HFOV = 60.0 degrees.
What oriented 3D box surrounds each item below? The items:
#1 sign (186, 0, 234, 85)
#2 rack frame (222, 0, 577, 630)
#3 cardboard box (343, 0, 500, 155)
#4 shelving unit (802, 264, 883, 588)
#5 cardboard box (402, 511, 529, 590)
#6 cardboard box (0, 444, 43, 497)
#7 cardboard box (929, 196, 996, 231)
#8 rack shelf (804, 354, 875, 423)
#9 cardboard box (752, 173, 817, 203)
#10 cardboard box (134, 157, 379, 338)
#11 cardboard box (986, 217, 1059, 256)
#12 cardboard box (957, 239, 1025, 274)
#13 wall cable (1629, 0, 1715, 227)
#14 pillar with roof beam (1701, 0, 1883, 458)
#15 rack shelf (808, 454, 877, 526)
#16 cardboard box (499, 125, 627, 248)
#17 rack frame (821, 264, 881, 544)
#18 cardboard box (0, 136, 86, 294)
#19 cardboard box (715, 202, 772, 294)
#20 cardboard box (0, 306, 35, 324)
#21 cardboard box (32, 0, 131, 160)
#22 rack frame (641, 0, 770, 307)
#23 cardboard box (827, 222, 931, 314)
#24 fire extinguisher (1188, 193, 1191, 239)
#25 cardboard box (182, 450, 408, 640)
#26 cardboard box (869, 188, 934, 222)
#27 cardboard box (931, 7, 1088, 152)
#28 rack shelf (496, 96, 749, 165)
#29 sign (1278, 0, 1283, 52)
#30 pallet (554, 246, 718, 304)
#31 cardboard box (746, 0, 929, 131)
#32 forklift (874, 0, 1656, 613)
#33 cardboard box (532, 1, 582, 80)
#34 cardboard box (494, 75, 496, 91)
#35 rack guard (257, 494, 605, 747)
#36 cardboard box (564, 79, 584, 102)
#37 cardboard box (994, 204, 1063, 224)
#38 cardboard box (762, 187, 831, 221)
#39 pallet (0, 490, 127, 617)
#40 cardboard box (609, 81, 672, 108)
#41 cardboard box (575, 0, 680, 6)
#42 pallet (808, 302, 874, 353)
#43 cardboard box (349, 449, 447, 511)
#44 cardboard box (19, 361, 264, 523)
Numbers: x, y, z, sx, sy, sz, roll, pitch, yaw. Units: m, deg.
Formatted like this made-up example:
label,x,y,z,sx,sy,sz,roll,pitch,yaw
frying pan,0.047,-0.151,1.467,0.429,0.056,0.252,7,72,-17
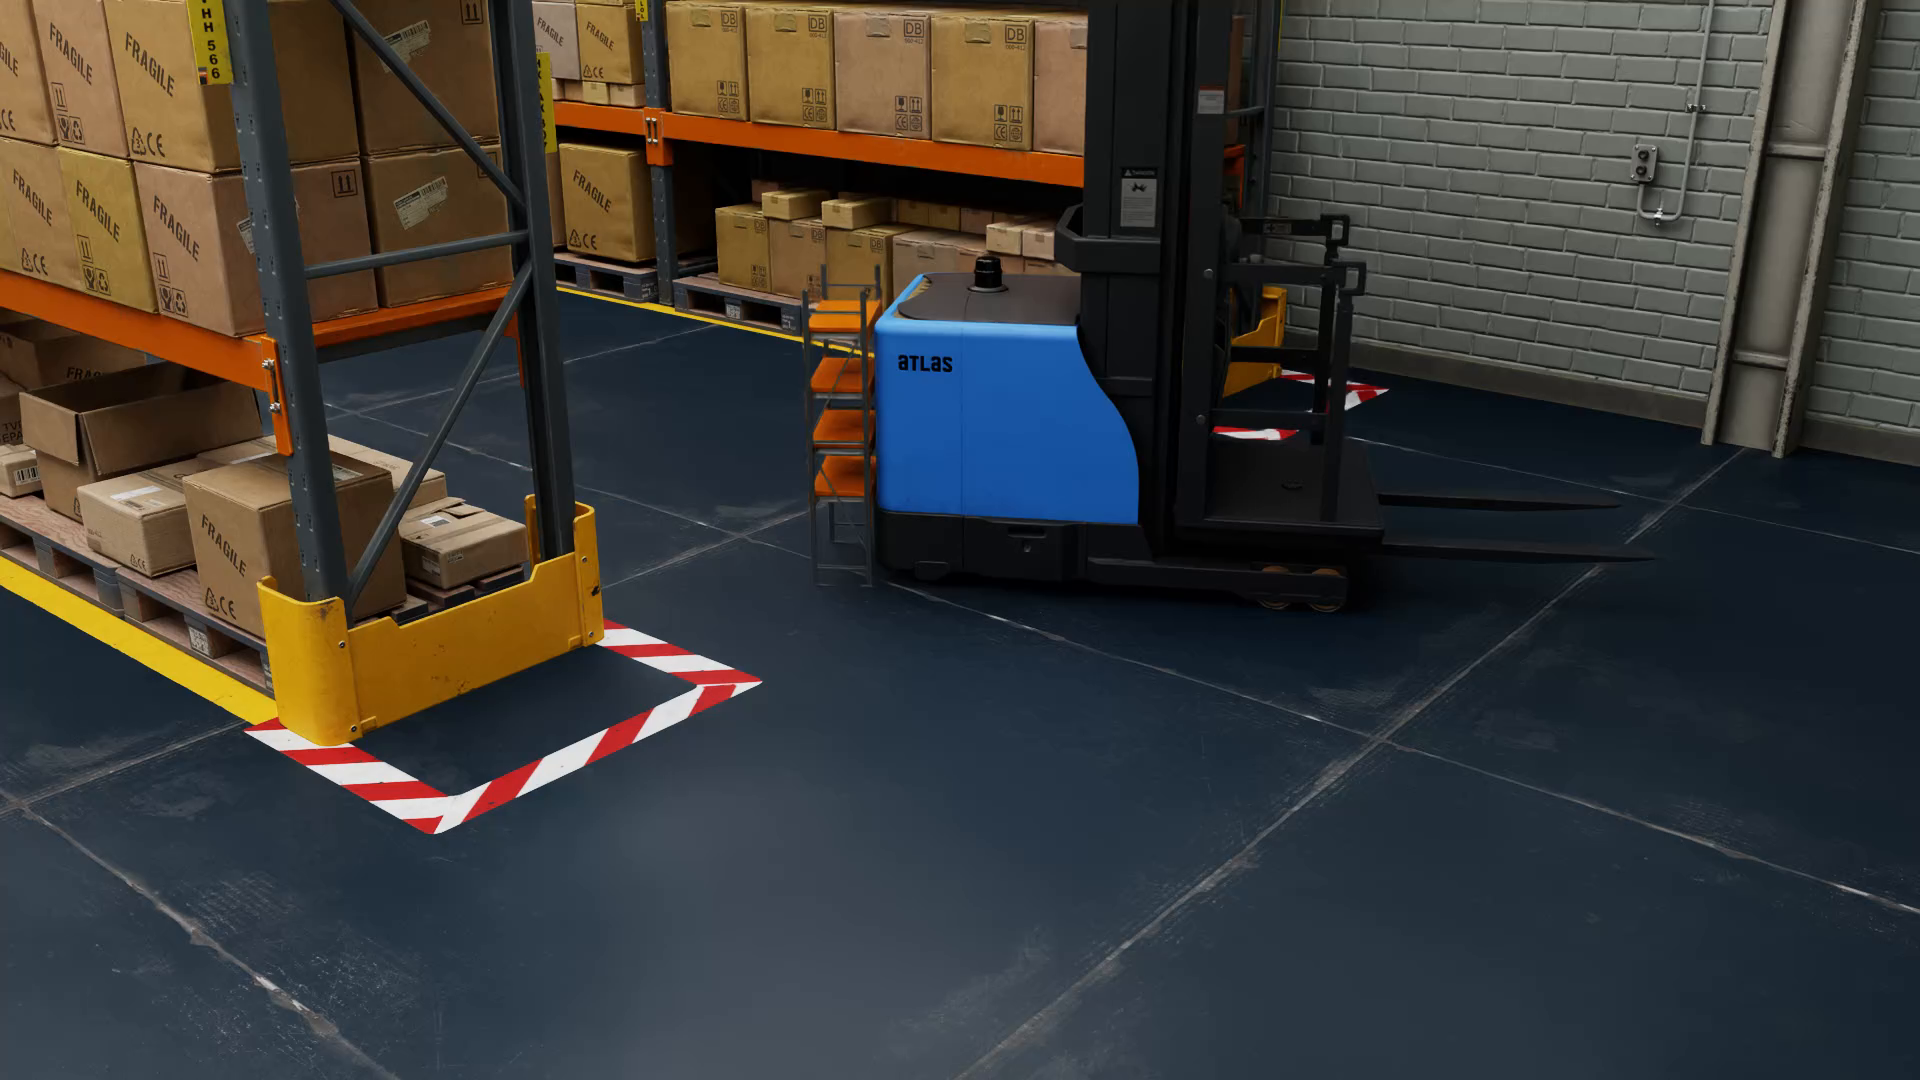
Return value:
label,x,y,z,sx,sy,sz,roll,pitch,yaw
sign,-2.111,-1.447,4.666,0.005,0.325,0.100,16,26,36
rack frame,-1.744,-0.905,5.317,0.127,3.000,1.000,16,26,36
cardboard box,-1.921,-1.591,5.576,0.500,0.500,0.500,17,27,38
shelving unit,-0.456,-0.462,6.691,0.258,1.200,0.503,1,21,4
cardboard box,-1.851,0.036,6.239,0.250,0.149,0.380,16,26,36
cardboard box,-3.978,-0.334,7.196,0.250,0.166,0.380,16,26,36
cardboard box,0.019,-2.028,10.324,0.250,0.149,0.380,16,26,37
rack shelf,-0.457,-0.608,6.636,0.258,0.148,0.480,1,21,4
cardboard box,-1.186,-2.375,11.242,0.250,0.149,0.380,16,26,36
cardboard box,-2.263,-0.977,5.367,0.500,0.500,0.500,17,27,38
cardboard box,0.366,-1.755,9.599,0.250,0.149,0.380,17,26,38
cardboard box,0.392,-1.527,9.915,0.500,0.500,0.700,16,26,36
wall cable,2.975,-2.708,8.659,1.851,1.984,0.084,16,26,36
pillar with roof beam,1.302,-3.524,3.760,0.400,9.000,9.100,16,26,36
rack shelf,-0.456,-0.213,6.785,0.258,0.148,0.480,1,21,4
cardboard box,-2.990,-2.650,12.396,0.750,0.750,0.750,17,27,38
rack frame,-0.440,-0.548,6.919,0.240,1.200,0.015,1,21,4
cardboard box,-3.051,-1.205,5.970,0.500,0.500,0.500,16,26,37
cardboard box,-1.199,-1.984,11.127,0.500,0.500,0.700,16,26,37
cardboard box,-5.064,-1.008,8.510,0.500,0.500,0.500,15,25,34
cardboard box,-2.655,-1.556,5.485,0.500,0.500,0.500,17,26,38
rack frame,-1.714,-3.152,11.276,0.127,3.000,1.000,16,26,36
cardboard box,-0.416,-1.756,10.522,0.500,0.500,0.700,17,26,37
fire extinguisher,1.210,-1.889,8.566,0.183,0.674,0.296,16,26,36
cardboard box,-2.321,0.005,5.823,0.500,0.500,0.500,16,26,36
cardboard box,-0.377,-2.142,10.626,0.250,0.149,0.380,16,26,37
cardboard box,0.413,-2.671,9.574,0.700,0.700,0.980,16,26,36
rack shelf,-3.263,-3.262,12.587,4.000,0.370,1.077,16,26,36
sign,1.741,-2.852,9.142,0.005,0.325,0.100,16,26,36
pallet,-2.359,-1.999,12.170,1.213,0.211,1.003,16,26,36
cardboard box,-0.742,-3.003,10.455,0.700,0.700,0.980,15,25,35
forklift,1.216,-1.293,6.444,3.031,2.935,1.130,3,21,8
cardboard box,-2.632,-3.493,11.588,0.500,0.500,0.500,16,26,37
cardboard box,-3.310,-3.400,12.261,0.250,0.149,0.380,17,27,38
rack guard,-1.803,0.248,5.803,0.348,0.500,1.175,16,26,36
cardboard box,-2.537,-3.162,11.630,0.250,0.149,0.380,17,27,38
cardboard box,0.416,-1.915,10.023,0.250,0.149,0.380,16,26,37
cardboard box,-1.049,-2.162,10.677,0.250,0.149,0.380,17,27,38
pallet,-3.362,-0.067,7.047,1.213,0.211,1.003,16,26,36
cardboard box,-2.155,-3.042,11.312,0.250,0.149,0.380,16,26,37
cardboard box,-2.237,-3.733,11.161,0.500,0.250,0.500,17,26,38
pallet,-0.225,-1.384,10.540,1.213,0.211,1.003,16,26,36
cardboard box,-2.373,-0.135,6.547,0.500,0.250,0.500,16,26,36
cardboard box,-3.384,-0.417,6.938,0.637,0.503,0.797,16,26,36
